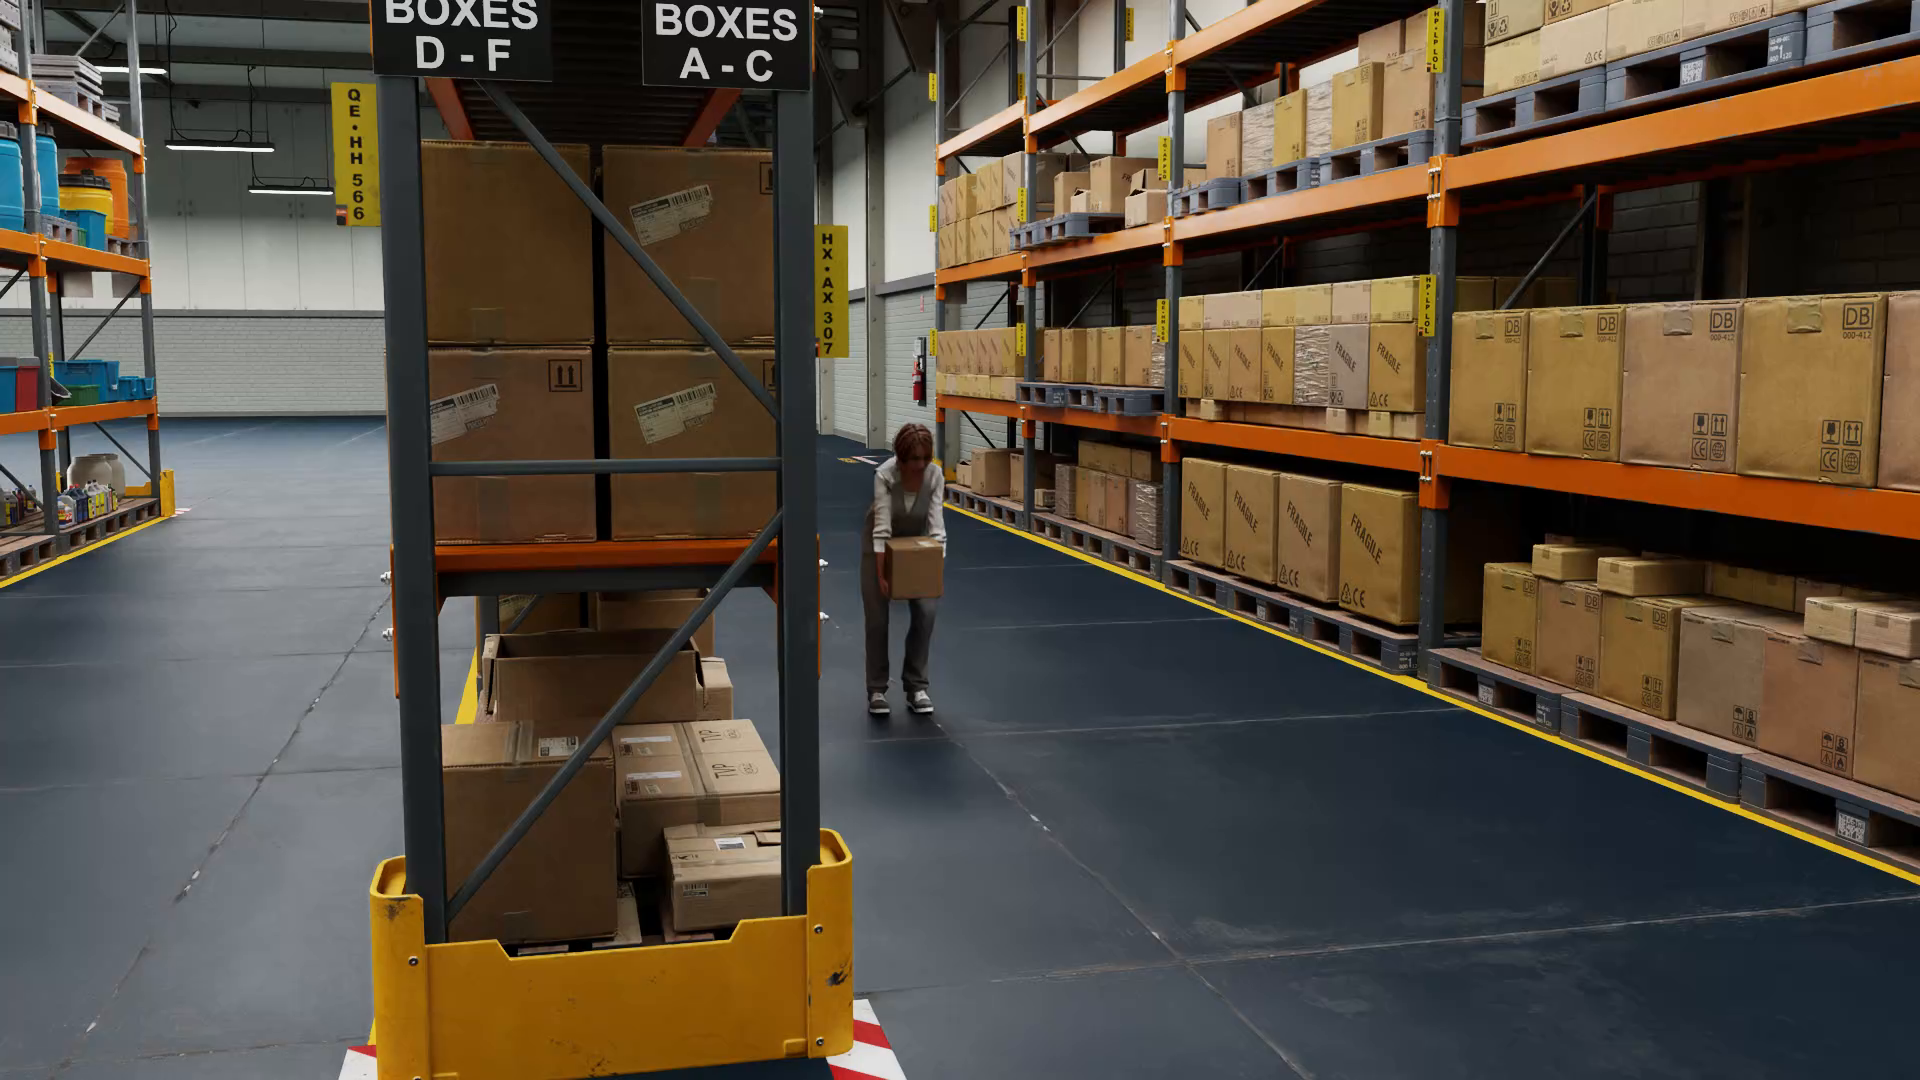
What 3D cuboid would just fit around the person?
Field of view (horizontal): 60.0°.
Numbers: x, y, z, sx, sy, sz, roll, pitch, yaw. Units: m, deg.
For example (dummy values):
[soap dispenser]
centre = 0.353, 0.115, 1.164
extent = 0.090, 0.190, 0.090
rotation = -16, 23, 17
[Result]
[person]
centre = -0.279, 0.154, 8.208
extent = 0.378, 1.443, 0.647
rotation = -2, 7, -15
